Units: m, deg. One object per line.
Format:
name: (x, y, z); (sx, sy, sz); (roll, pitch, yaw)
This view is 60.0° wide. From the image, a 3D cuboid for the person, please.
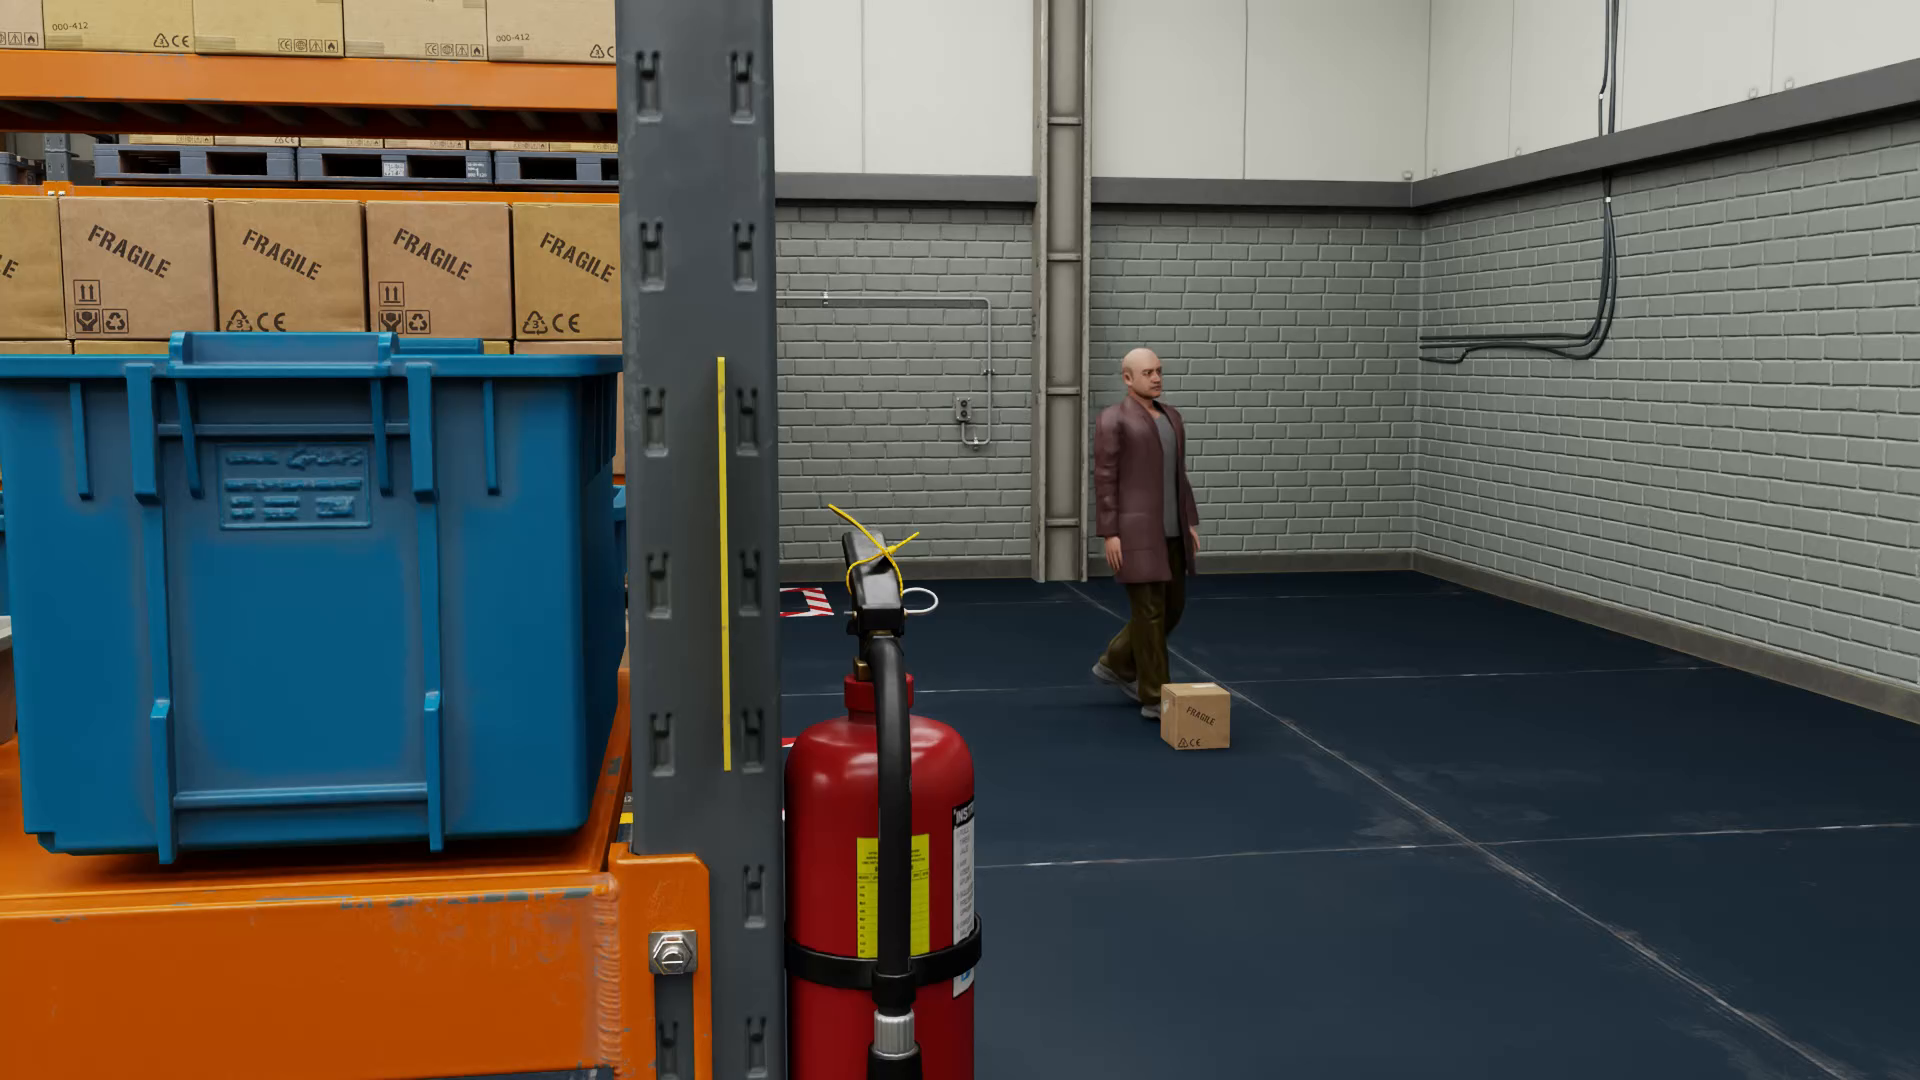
person: (0.909, -0.035, 8.035); (0.602, 1.773, 0.757); (-6, 9, -43)
